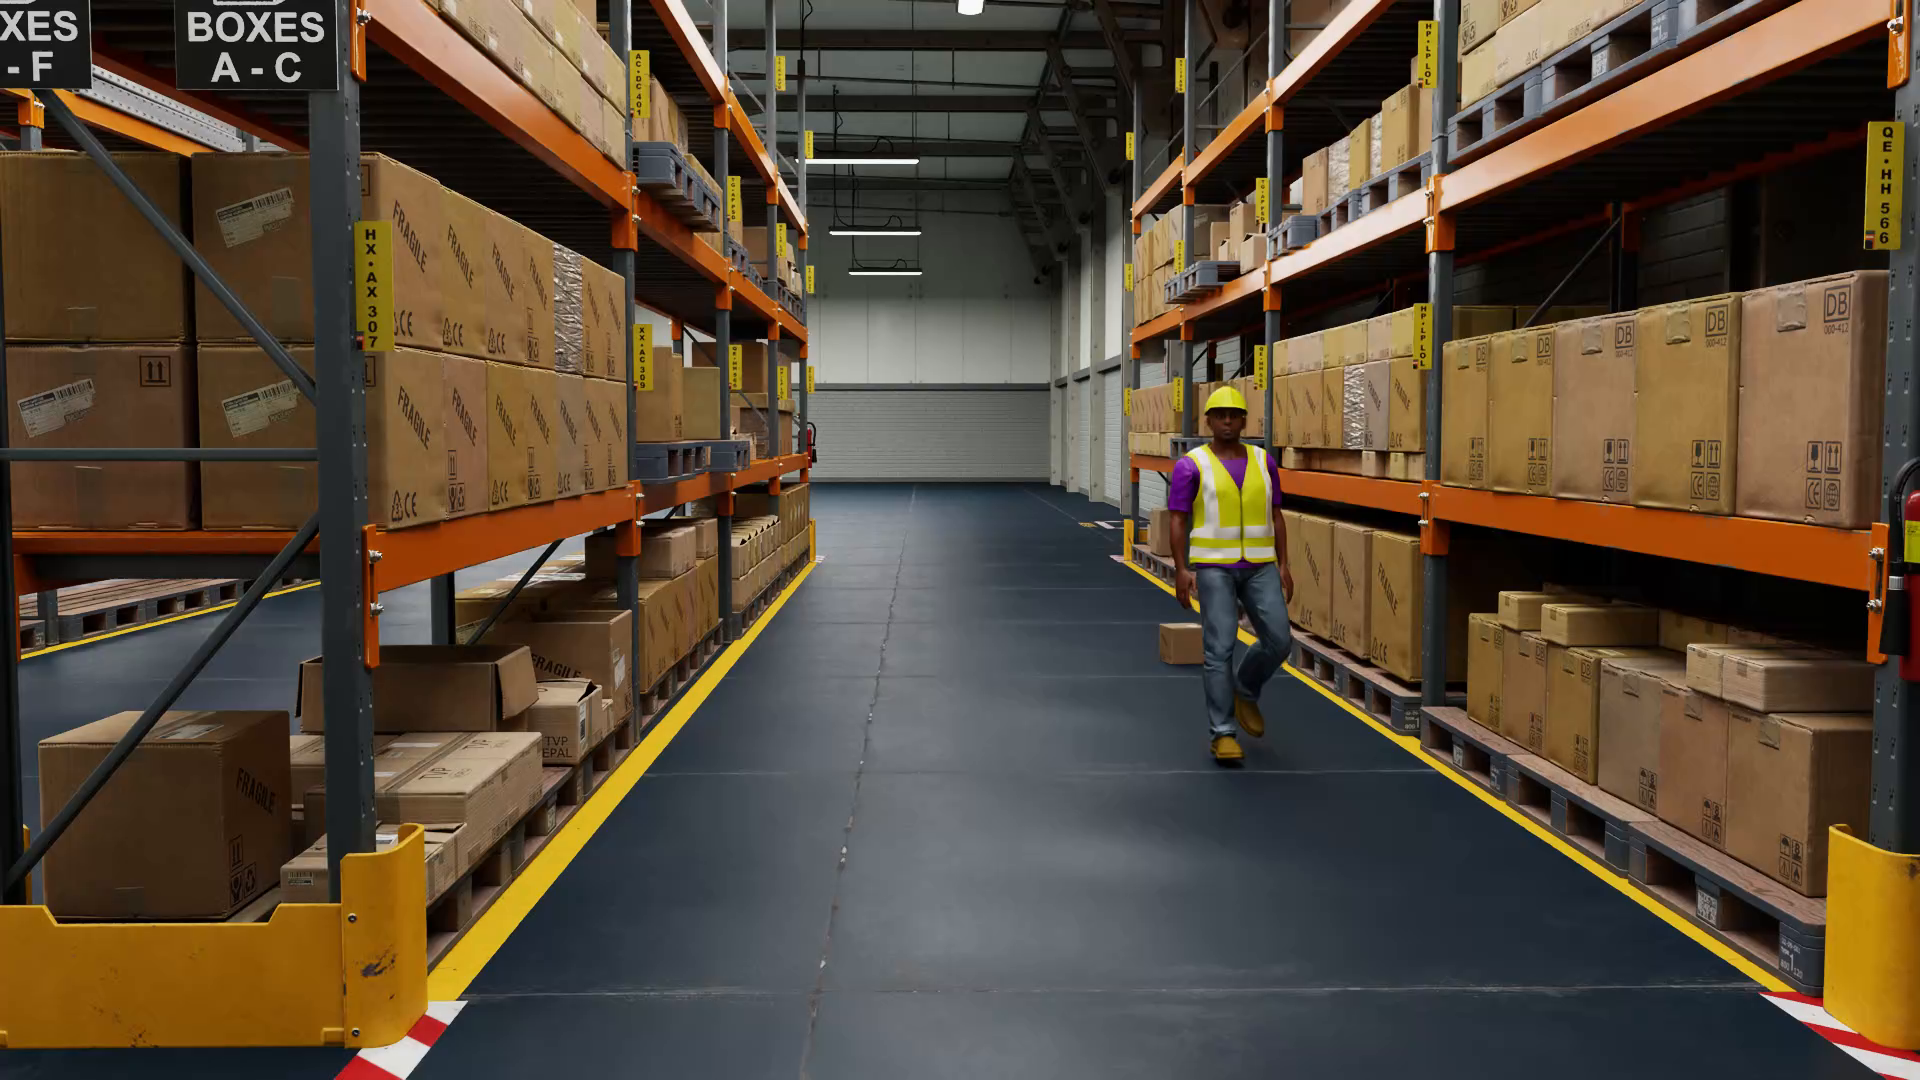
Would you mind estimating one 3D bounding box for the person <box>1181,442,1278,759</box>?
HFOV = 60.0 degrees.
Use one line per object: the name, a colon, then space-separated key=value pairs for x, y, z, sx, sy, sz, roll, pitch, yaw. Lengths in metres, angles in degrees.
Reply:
person: x=-7.762 y=-0.944 z=13.861 sx=16.315 sy=3.168 sz=15.423 roll=-1 pitch=4 yaw=-10
